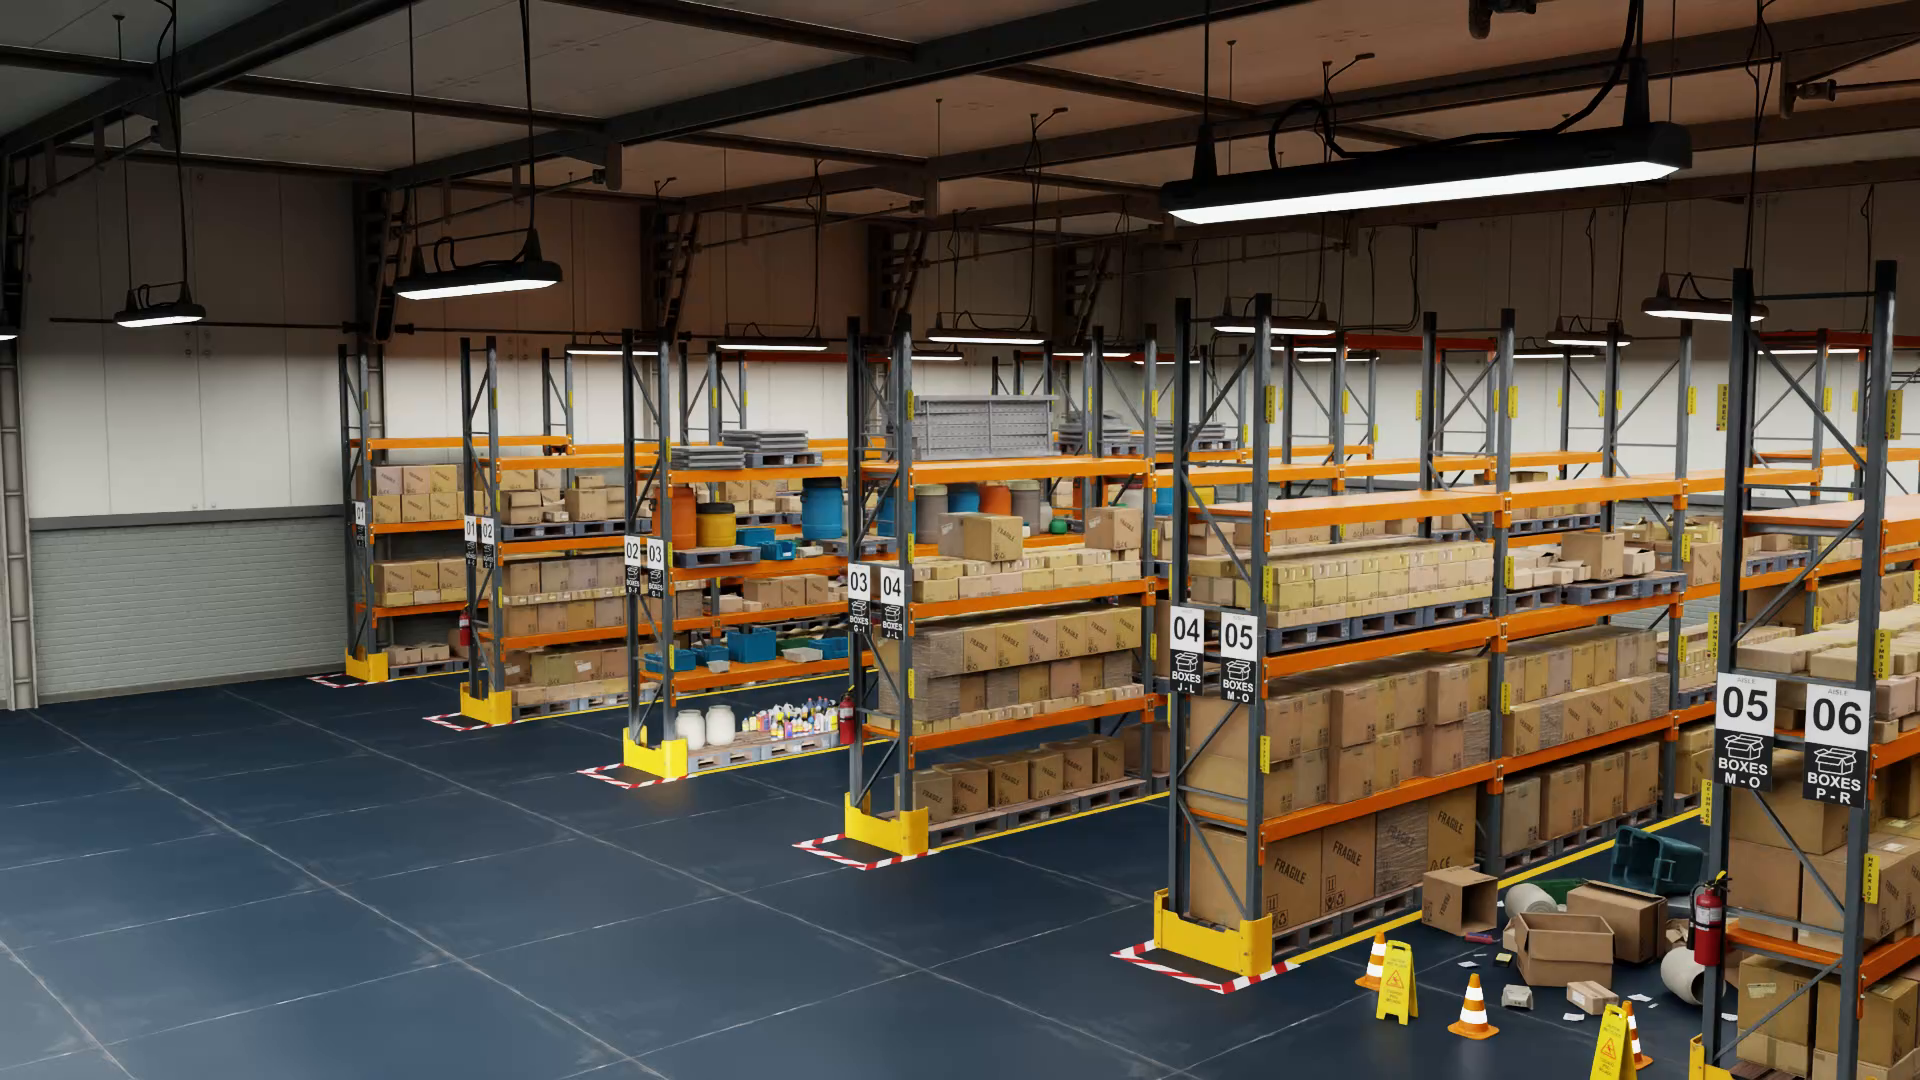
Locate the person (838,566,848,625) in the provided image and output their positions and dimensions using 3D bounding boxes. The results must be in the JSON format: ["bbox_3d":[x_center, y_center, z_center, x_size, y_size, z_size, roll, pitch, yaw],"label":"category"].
[{"bbox_3d":[-2.436,1.310,34.162,0.429,1.599,0.448,-1,5,-12],"label":"person"}]
